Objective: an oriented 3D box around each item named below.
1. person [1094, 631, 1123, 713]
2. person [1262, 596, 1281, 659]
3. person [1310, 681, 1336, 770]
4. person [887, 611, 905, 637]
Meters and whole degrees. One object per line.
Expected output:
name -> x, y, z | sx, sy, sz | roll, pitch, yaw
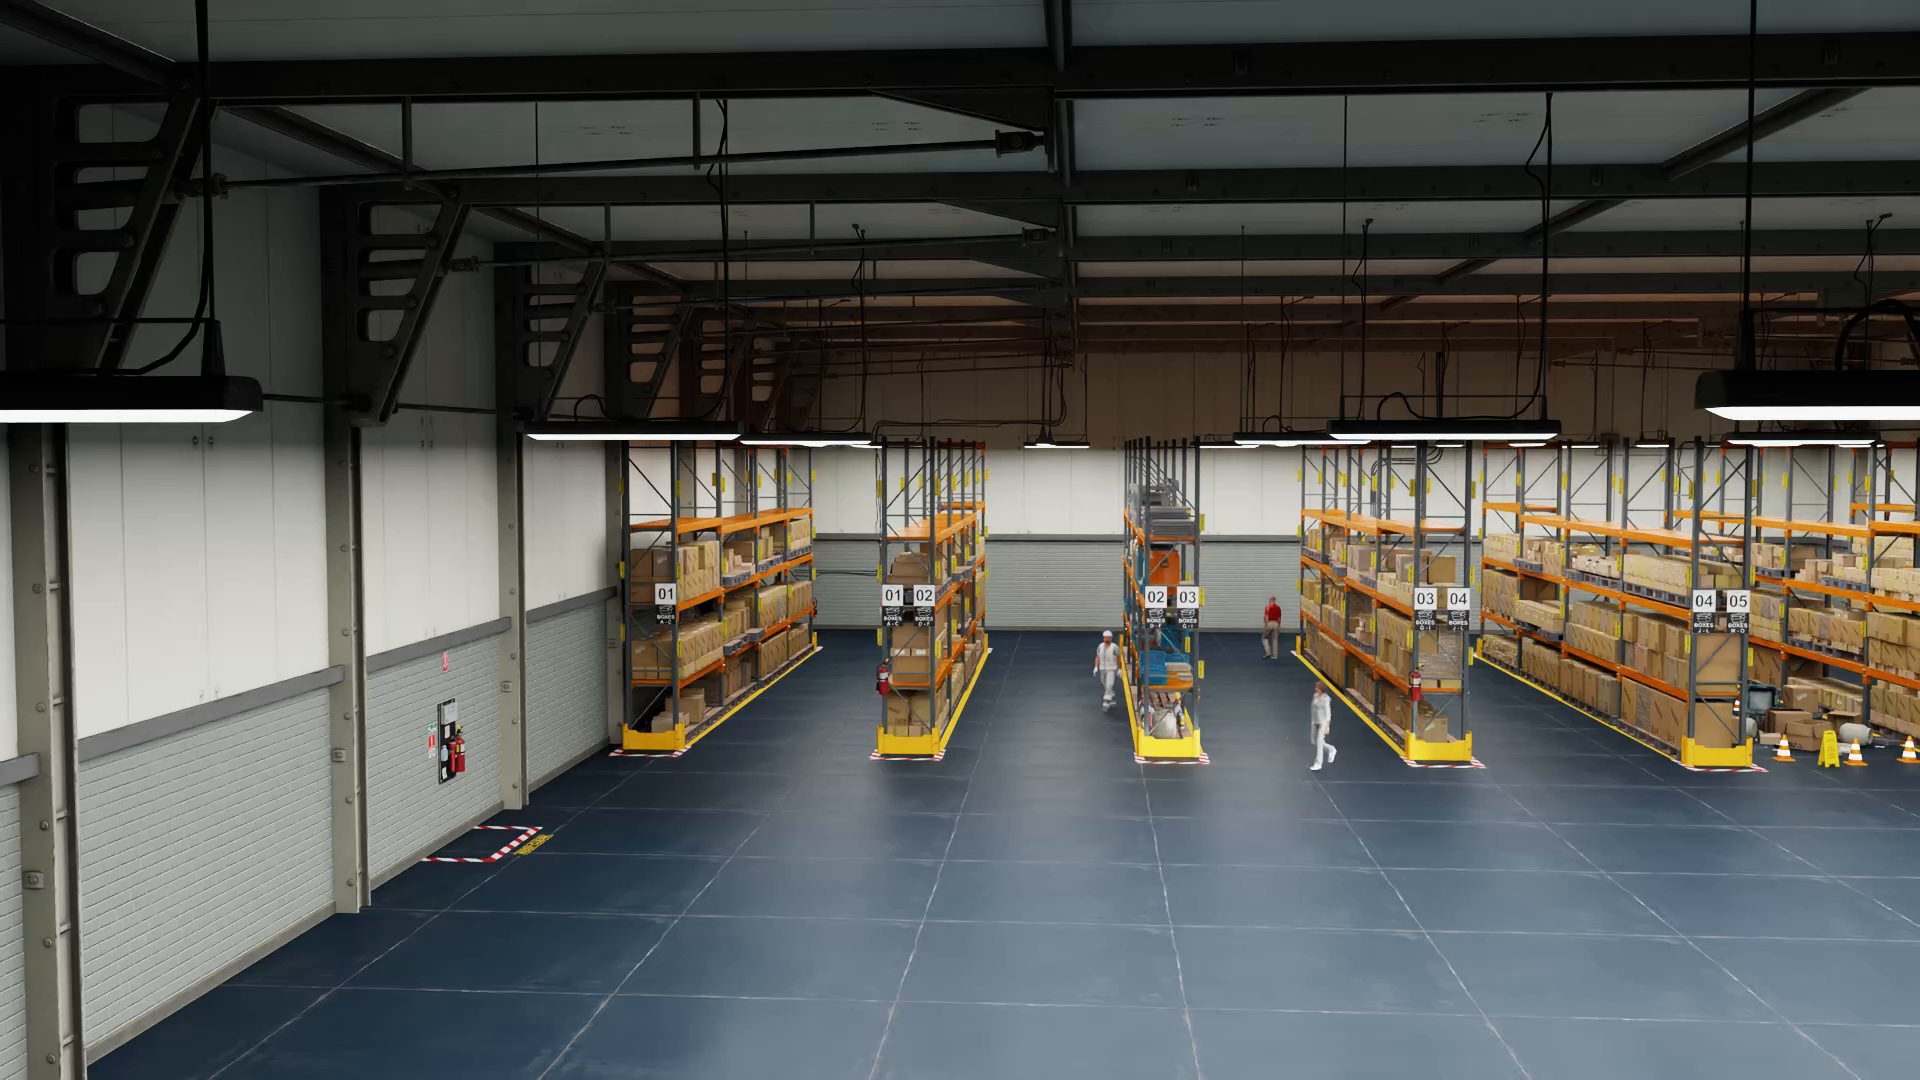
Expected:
person -> 3.209, 2.866, 36.479 | 0.576, 1.746, 0.919 | 2, 4, 38
person -> 8.600, 2.426, 45.749 | 0.551, 1.754, 0.508 | -1, 3, -14
person -> 6.520, 3.323, 29.979 | 0.690, 1.570, 0.469 | -2, 3, -29
person -> -1.826, 2.156, 50.281 | 1.003, 1.756, 0.537 | 2, 4, 32
